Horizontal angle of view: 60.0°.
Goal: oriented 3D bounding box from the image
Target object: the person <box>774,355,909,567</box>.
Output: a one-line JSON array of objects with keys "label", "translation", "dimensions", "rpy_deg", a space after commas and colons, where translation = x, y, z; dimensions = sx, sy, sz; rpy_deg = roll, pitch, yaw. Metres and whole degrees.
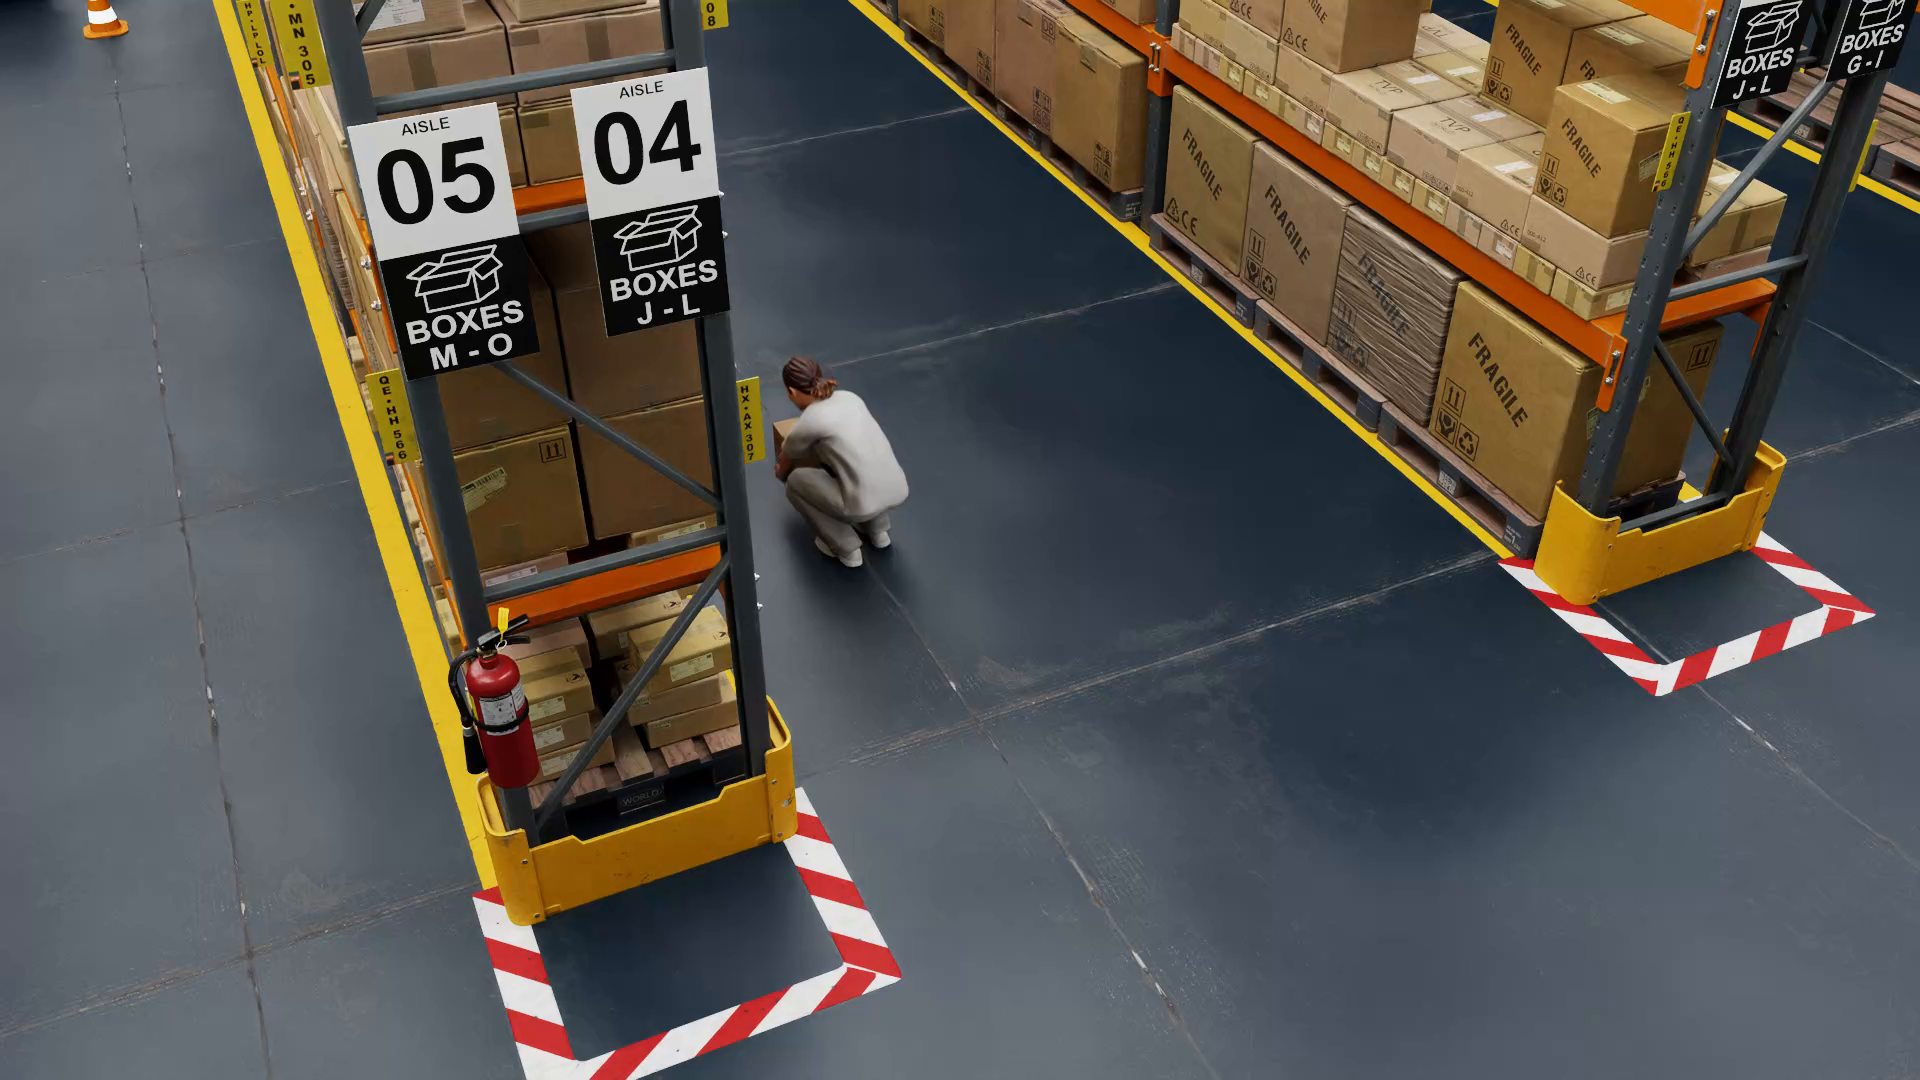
[{"label": "person", "translation": [-0.584, -0.408, 8.007], "dimensions": [0.493, 0.934, 0.808], "rpy_deg": [-25, 44, -29]}]
